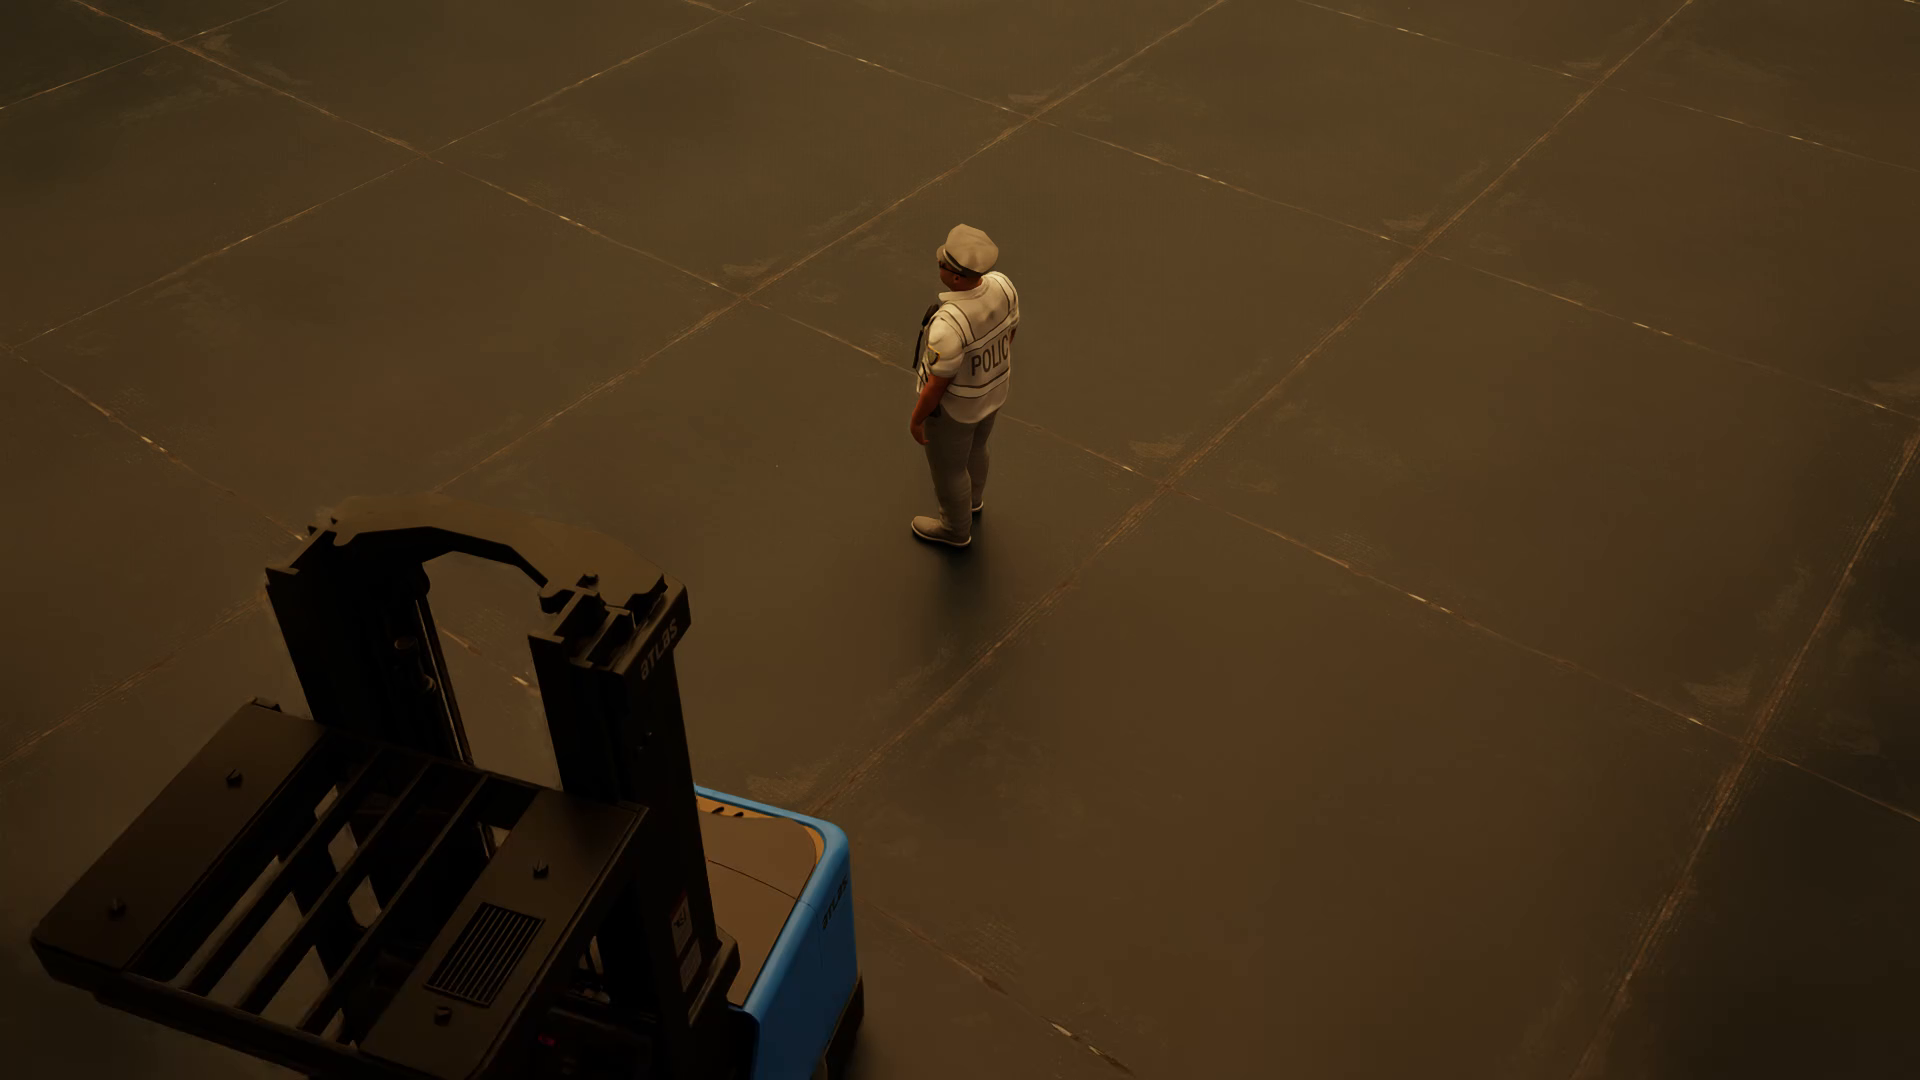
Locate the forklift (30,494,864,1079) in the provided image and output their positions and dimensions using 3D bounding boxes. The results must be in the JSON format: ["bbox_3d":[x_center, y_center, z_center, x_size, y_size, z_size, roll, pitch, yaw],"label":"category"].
[{"bbox_3d":[-1.317,1.462,4.359,1.130,2.935,3.031,13,42,14],"label":"forklift"}]

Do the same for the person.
[{"bbox_3d":[-0.055,-0.720,7.794,0.574,1.779,0.641,26,47,28],"label":"person"}]
